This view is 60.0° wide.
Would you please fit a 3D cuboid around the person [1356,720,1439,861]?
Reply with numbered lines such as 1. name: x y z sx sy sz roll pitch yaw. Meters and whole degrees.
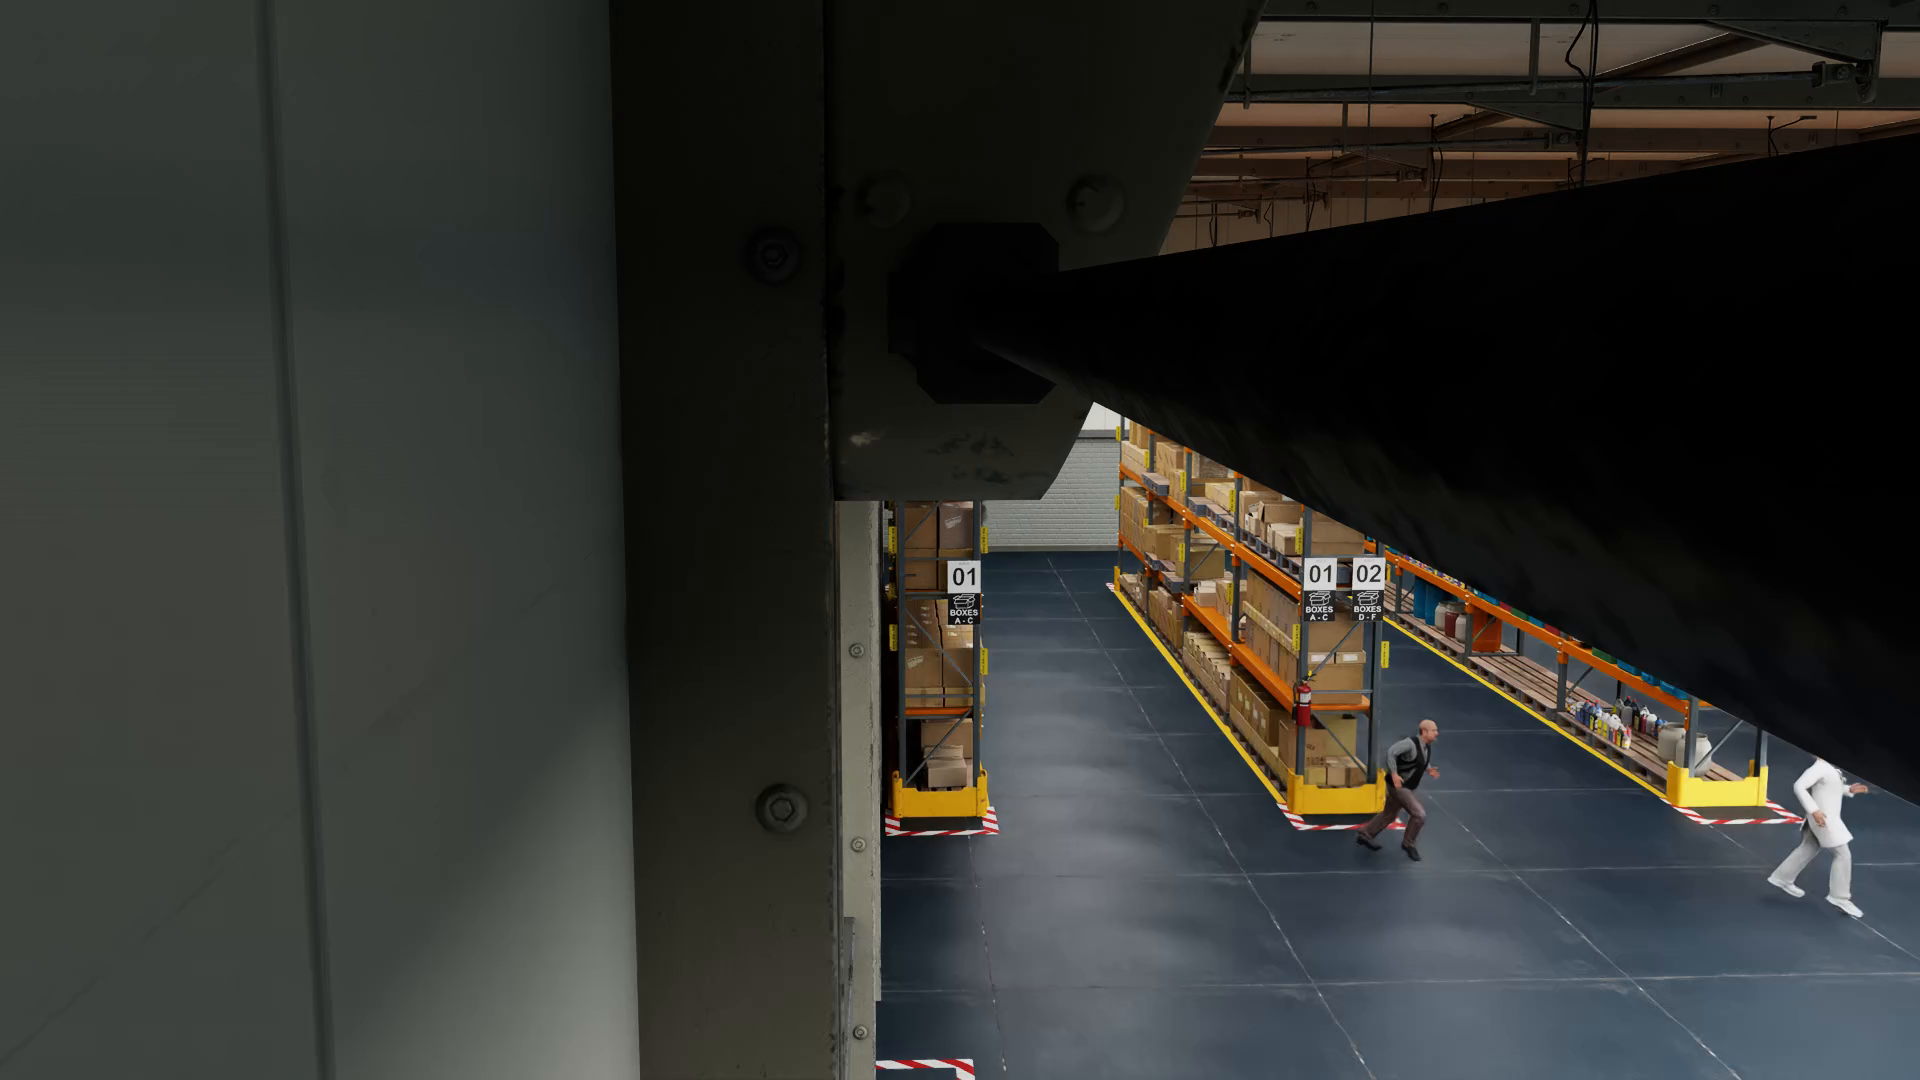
1. person: 5.028 2.834 19.042 0.894 1.666 0.684 6 10 36

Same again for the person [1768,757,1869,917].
1. person: 8.986 2.955 17.372 0.902 1.833 0.680 4 9 24
